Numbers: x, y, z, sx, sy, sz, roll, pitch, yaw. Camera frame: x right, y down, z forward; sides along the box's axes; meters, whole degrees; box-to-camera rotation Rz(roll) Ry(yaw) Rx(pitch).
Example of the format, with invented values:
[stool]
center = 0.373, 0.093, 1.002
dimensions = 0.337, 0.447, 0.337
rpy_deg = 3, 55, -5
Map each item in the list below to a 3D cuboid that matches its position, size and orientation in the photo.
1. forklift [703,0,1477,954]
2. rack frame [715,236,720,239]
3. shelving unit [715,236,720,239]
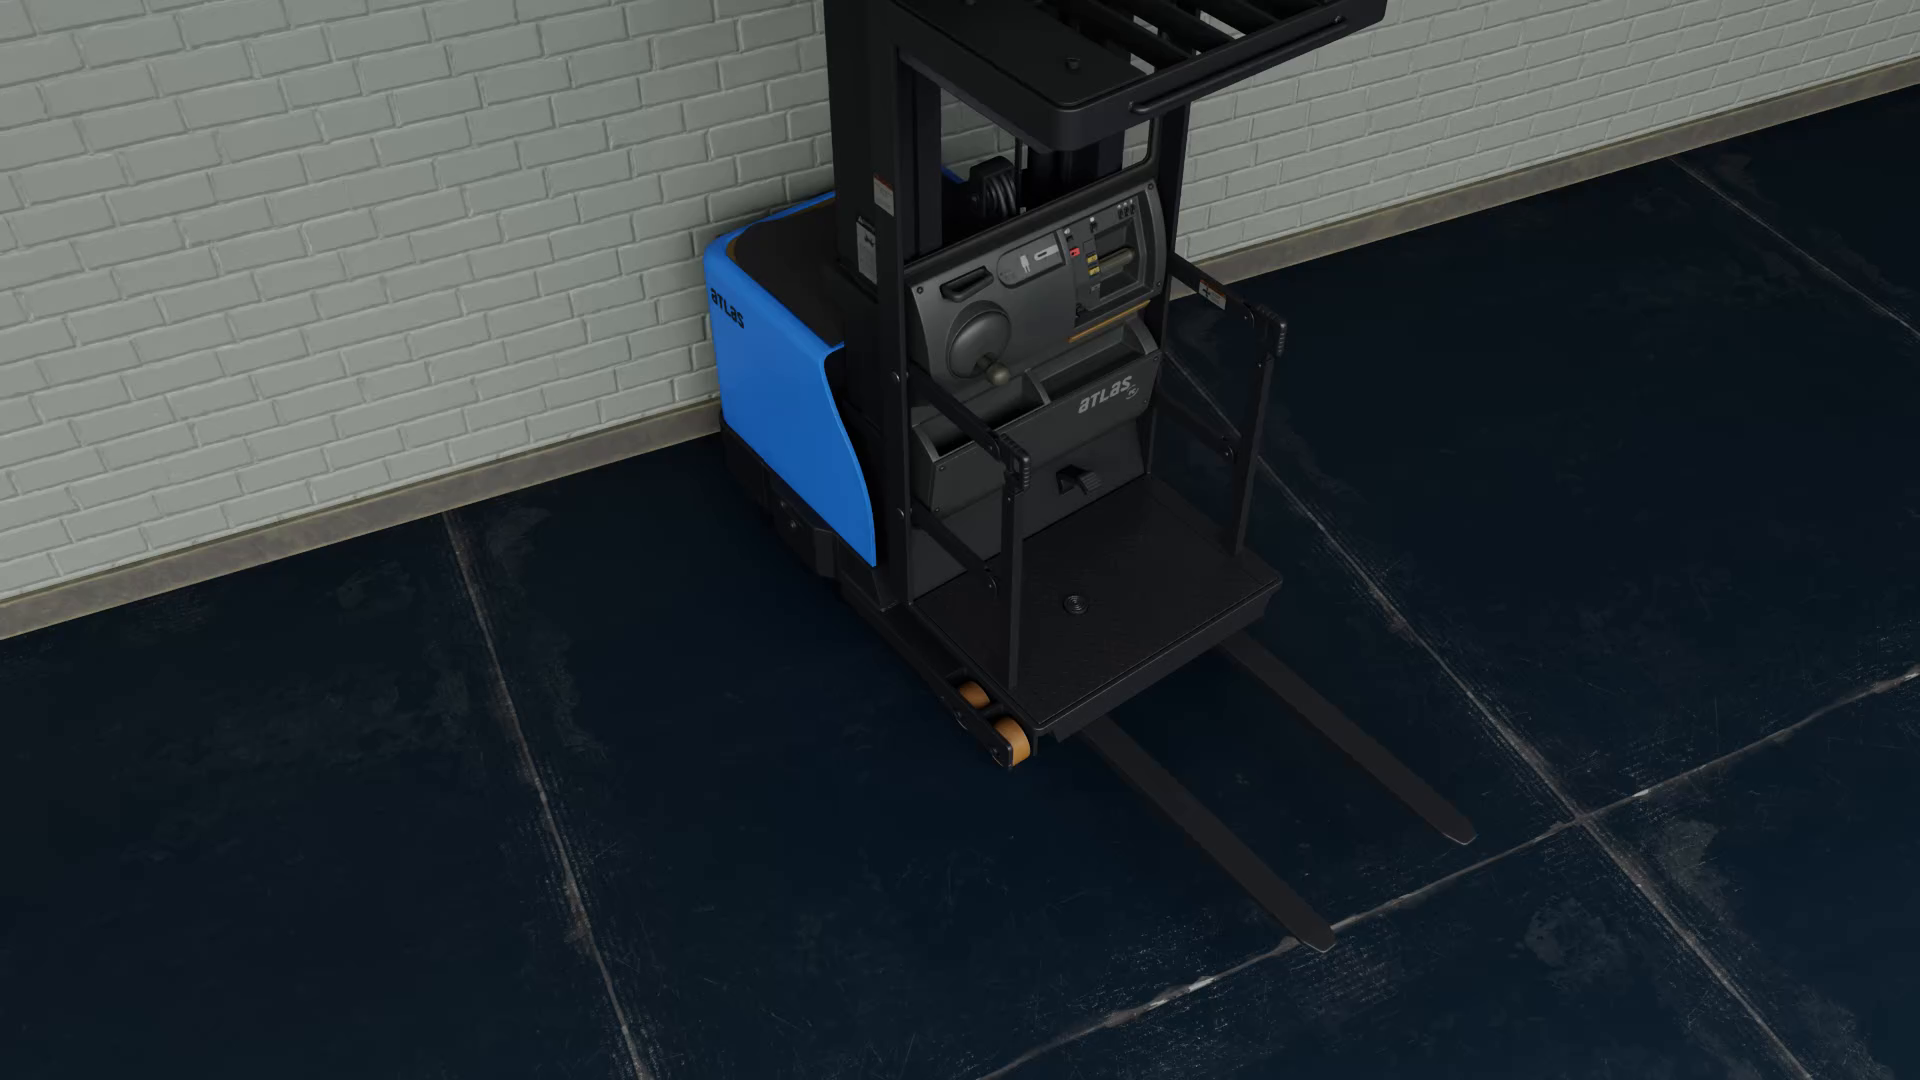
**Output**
[forklift]
center = 0.381, -0.693, 4.865
dimensions = 1.130, 2.935, 3.031
rpy_deg = -28, 51, -26
[rack frame]
center = -0.772, -0.840, 6.460
dimensions = 0.240, 0.900, 0.006
rpy_deg = -20, 48, -16
[shelving unit]
center = -0.728, -0.774, 6.395
dimensions = 0.258, 0.900, 0.210
rpy_deg = -20, 48, -16
